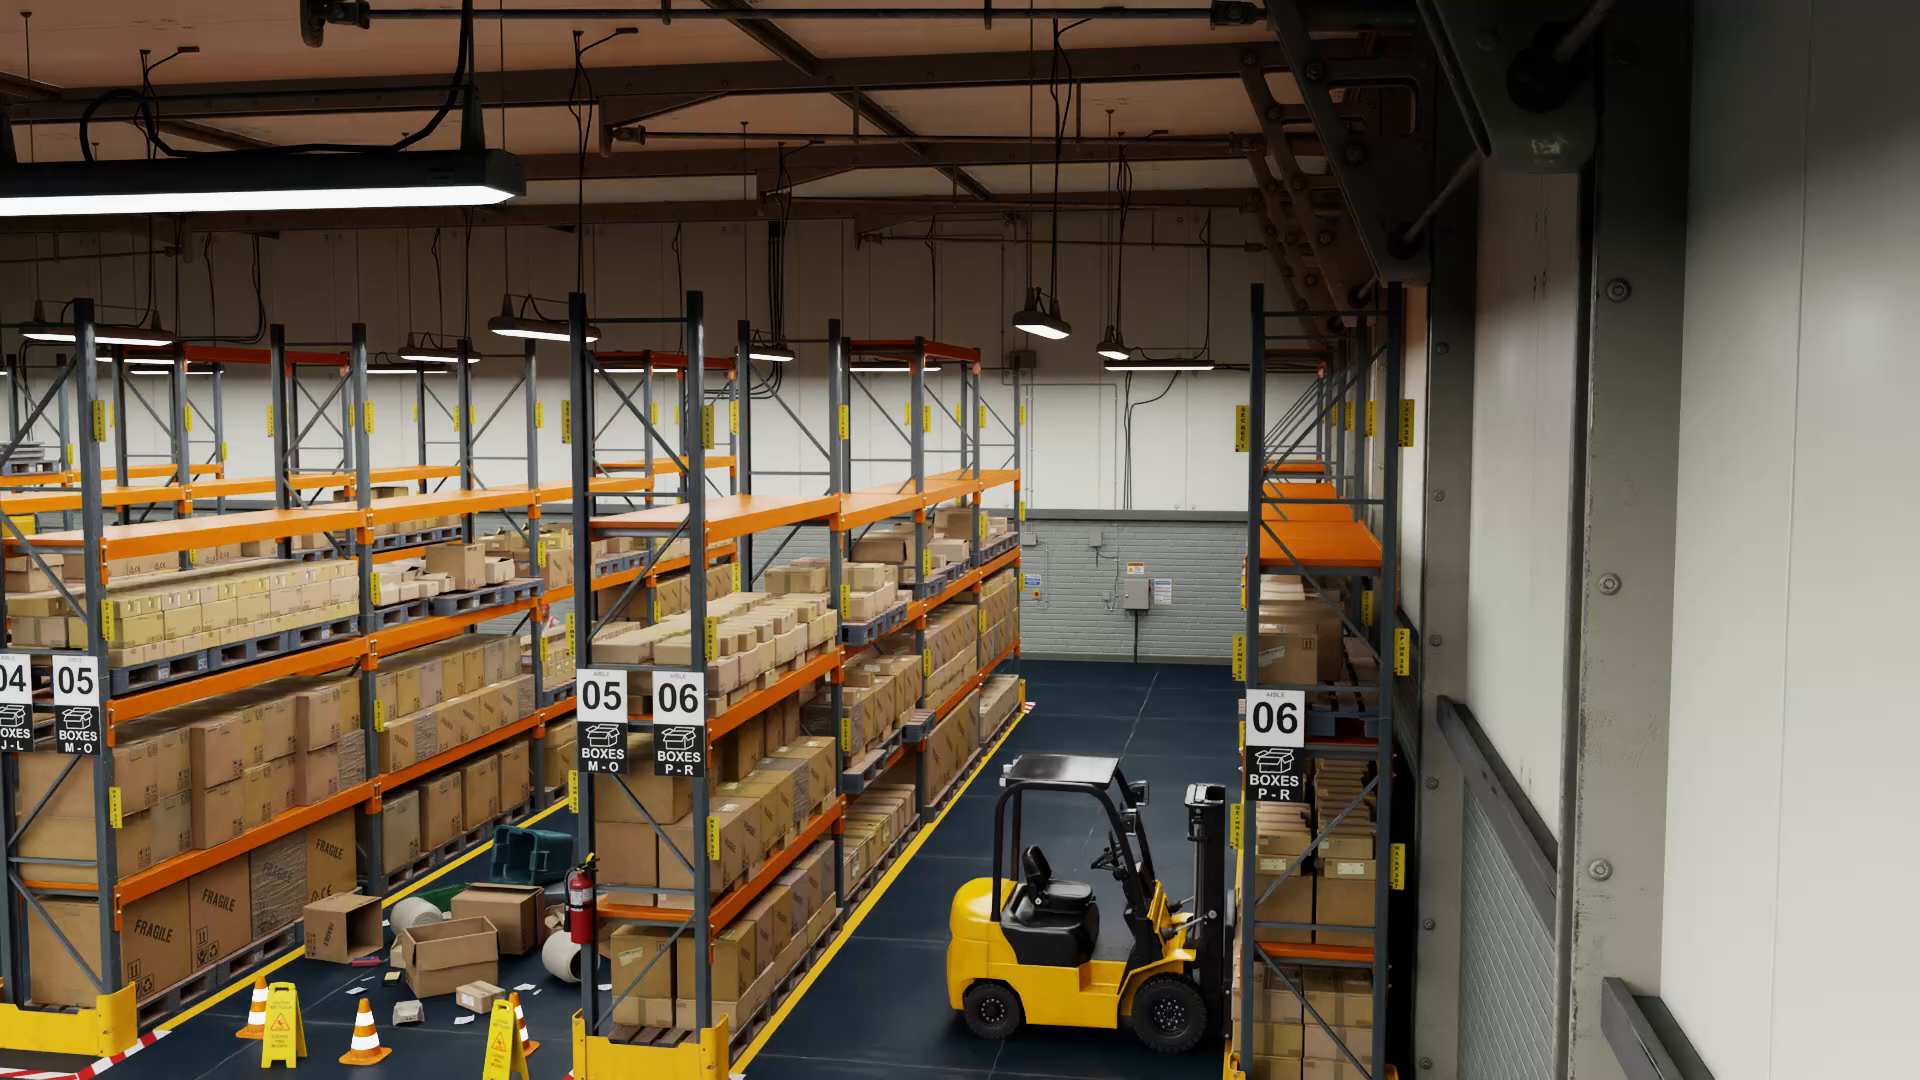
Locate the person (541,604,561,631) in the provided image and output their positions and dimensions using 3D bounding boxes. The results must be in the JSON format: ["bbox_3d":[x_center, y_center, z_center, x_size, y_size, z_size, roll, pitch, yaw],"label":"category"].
[{"bbox_3d":[-7.255,1.938,28.946,0.656,1.739,0.965,1,5,12],"label":"person"}]
